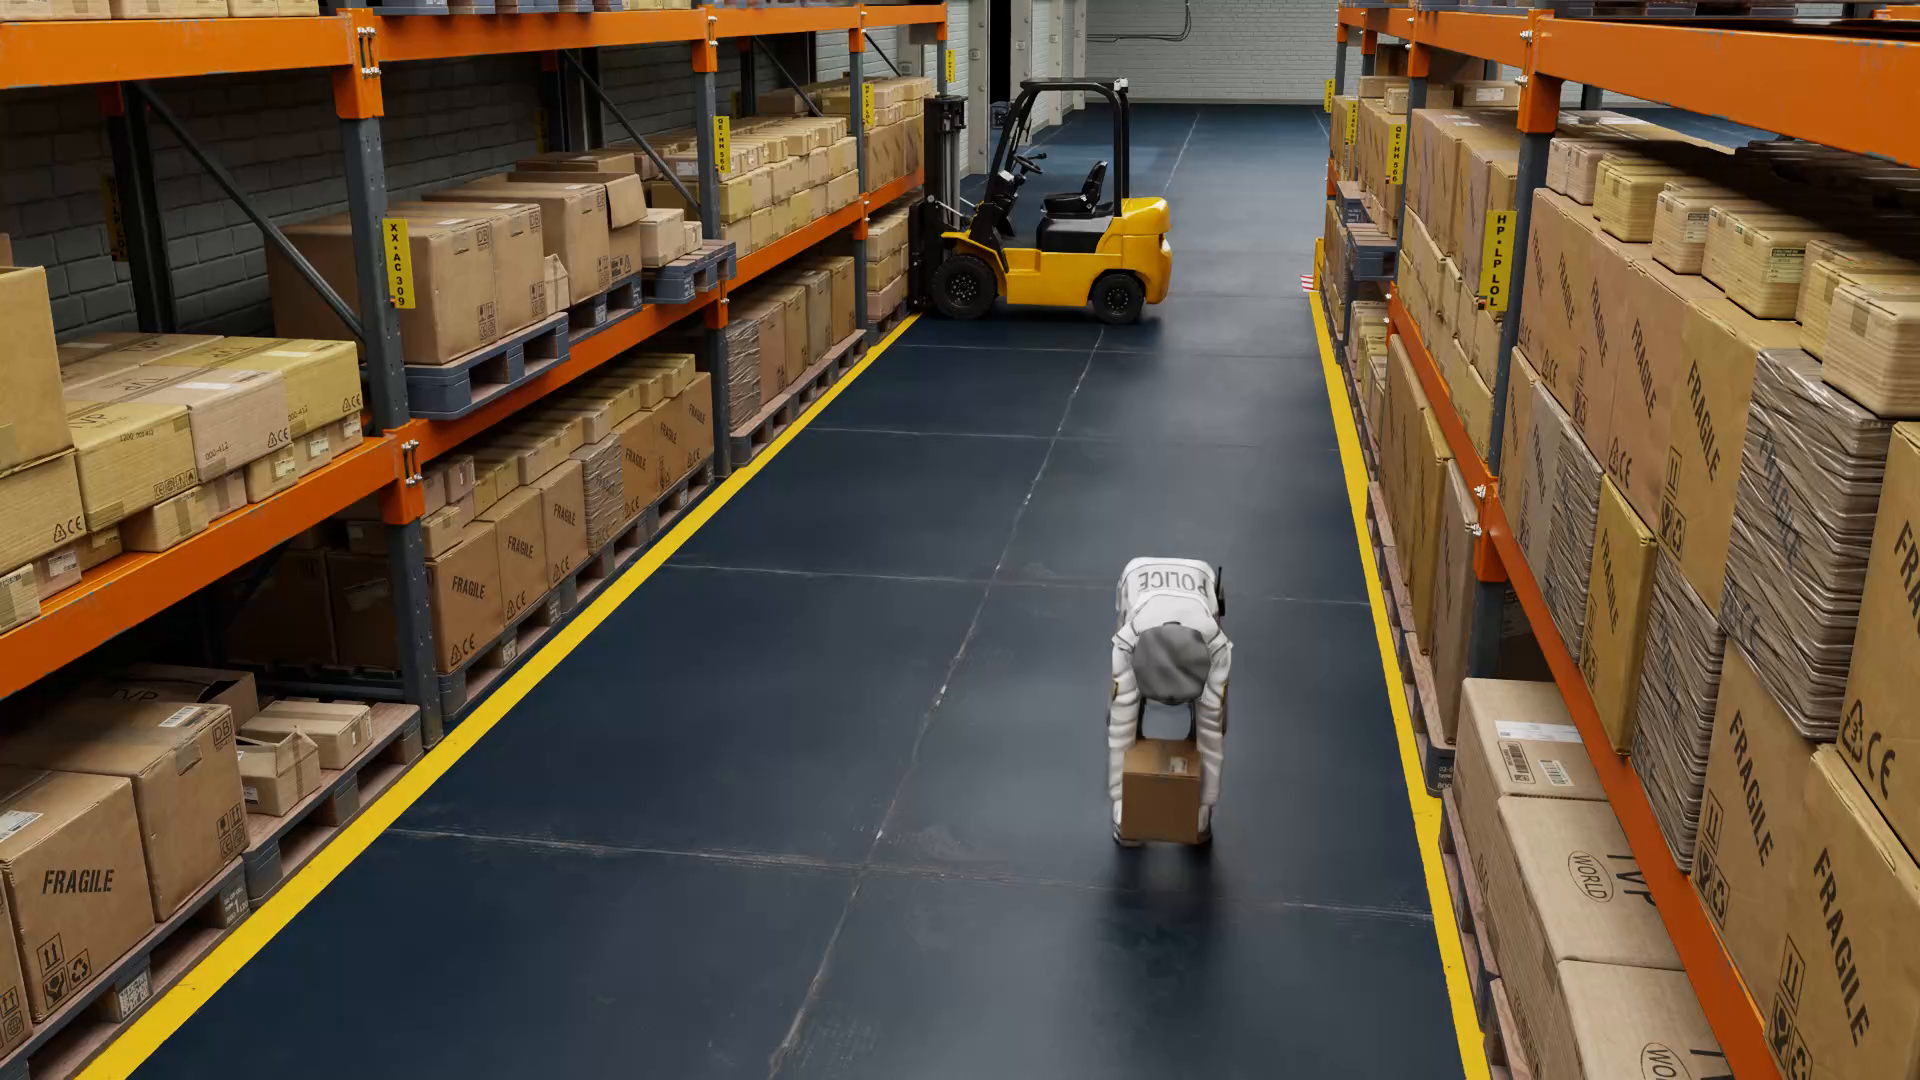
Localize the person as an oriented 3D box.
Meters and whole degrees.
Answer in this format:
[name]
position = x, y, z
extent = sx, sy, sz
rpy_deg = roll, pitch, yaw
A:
[person]
position = 0.711, 0.623, 5.694
extent = 0.421, 1.014, 0.921
rpy_deg = 2, 18, 6
